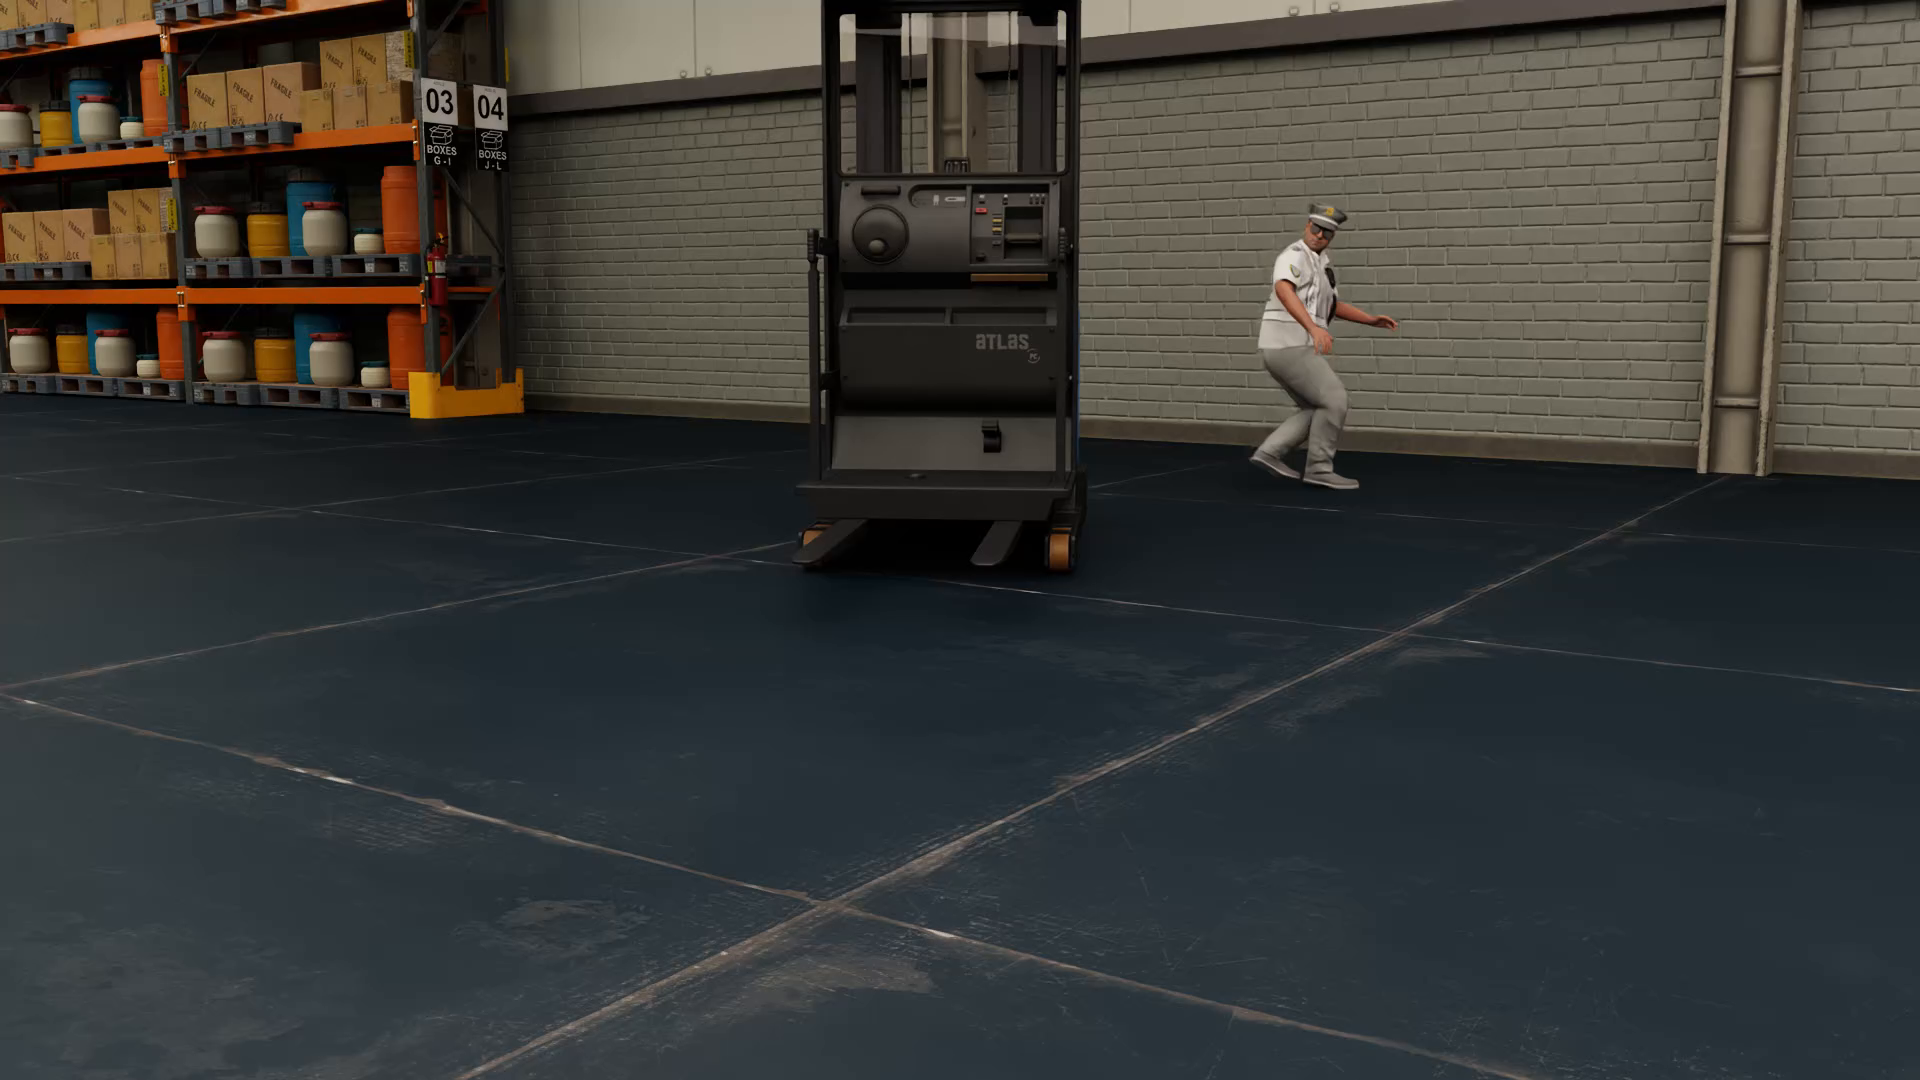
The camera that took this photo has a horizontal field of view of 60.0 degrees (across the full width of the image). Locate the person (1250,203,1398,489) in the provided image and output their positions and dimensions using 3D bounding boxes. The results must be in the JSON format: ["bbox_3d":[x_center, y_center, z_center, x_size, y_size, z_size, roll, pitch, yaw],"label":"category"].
[{"bbox_3d":[2.117,-1.117,9.638,0.819,1.646,0.862,2,8,13],"label":"person"}]

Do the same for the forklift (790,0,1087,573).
[{"bbox_3d":[-0.064,-1.366,6.796,1.130,2.935,3.031,1,8,6],"label":"forklift"}]
